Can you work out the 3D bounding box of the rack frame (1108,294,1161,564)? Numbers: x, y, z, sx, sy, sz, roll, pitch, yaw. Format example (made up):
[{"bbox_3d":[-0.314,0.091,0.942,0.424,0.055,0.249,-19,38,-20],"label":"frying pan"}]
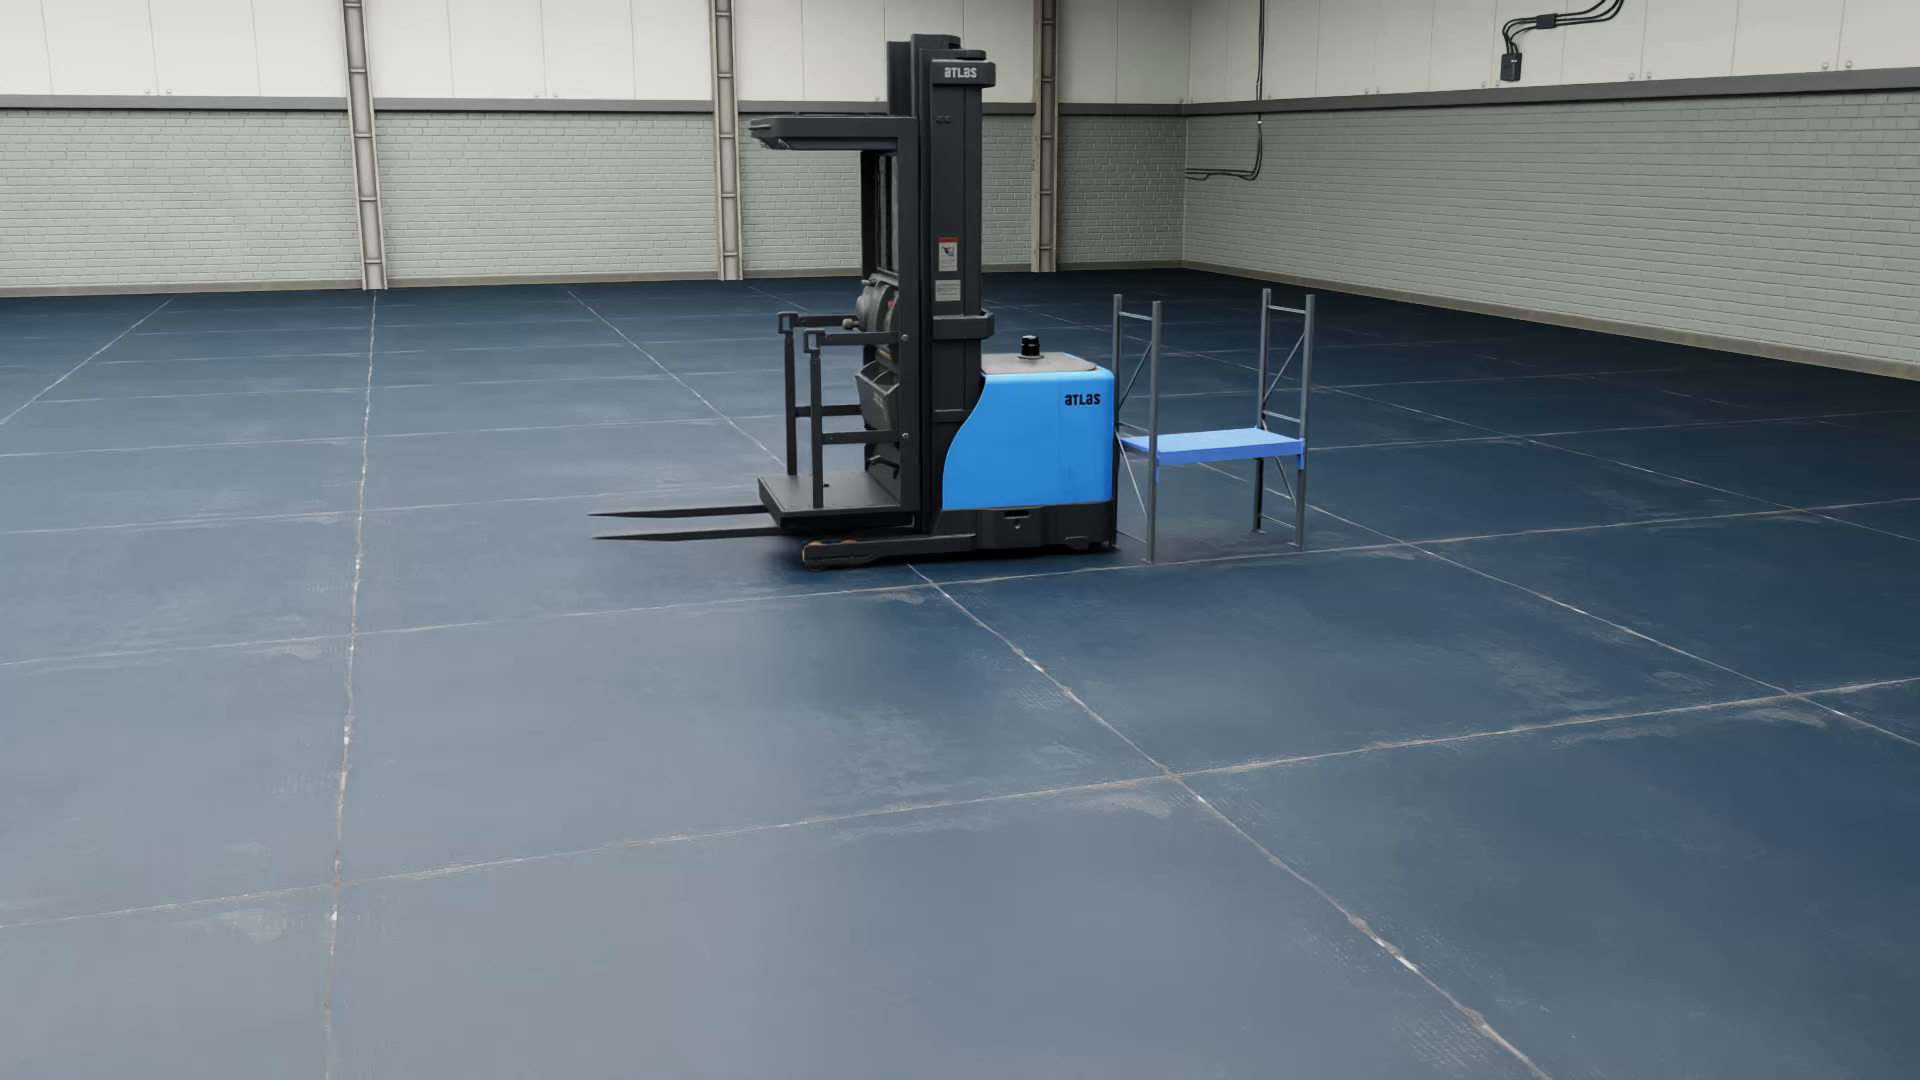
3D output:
[{"bbox_3d":[1.006,-0.645,9.615,0.032,1.500,0.500,-6,14,-22],"label":"rack frame"}]

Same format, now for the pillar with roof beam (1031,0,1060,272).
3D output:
[{"bbox_3d":[2.956,-8.531,26.562,0.400,9.000,9.100,-4,14,-18],"label":"pillar with roof beam"}]

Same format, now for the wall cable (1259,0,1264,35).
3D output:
[{"bbox_3d":[5.659,-9.756,27.507,0.112,2.526,3.097,-4,14,-18],"label":"wall cable"}]

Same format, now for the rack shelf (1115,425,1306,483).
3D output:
[{"bbox_3d":[1.474,-0.516,9.850,1.000,0.185,0.538,-6,14,-22],"label":"rack shelf"}]

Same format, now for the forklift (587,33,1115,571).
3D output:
[{"bbox_3d":[-0.662,-1.383,9.625,3.031,2.935,1.130,-3,14,-14],"label":"forklift"}]

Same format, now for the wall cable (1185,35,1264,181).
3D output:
[{"bbox_3d":[4.796,-7.892,30.586,0.112,2.526,3.097,-4,14,-18],"label":"wall cable"}]

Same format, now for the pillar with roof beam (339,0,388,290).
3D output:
[{"bbox_3d":[-8.418,-7.645,22.839,0.400,9.000,9.100,-4,14,-18],"label":"pillar with roof beam"}]

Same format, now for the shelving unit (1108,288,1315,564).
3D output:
[{"bbox_3d":[1.474,-0.691,9.808,1.048,1.500,0.538,-6,14,-22],"label":"shelving unit"}]

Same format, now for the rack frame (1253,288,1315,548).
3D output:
[{"bbox_3d":[1.942,-0.737,10.002,0.032,1.500,0.500,-6,14,-22],"label":"rack frame"}]

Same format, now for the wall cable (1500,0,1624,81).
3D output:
[{"bbox_3d":[7.809,-8.974,21.075,0.169,6.003,2.305,-4,14,-18],"label":"wall cable"}]

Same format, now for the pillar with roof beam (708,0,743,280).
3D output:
[{"bbox_3d":[-2.731,-8.088,24.700,0.400,9.000,9.100,-4,14,-18],"label":"pillar with roof beam"}]
